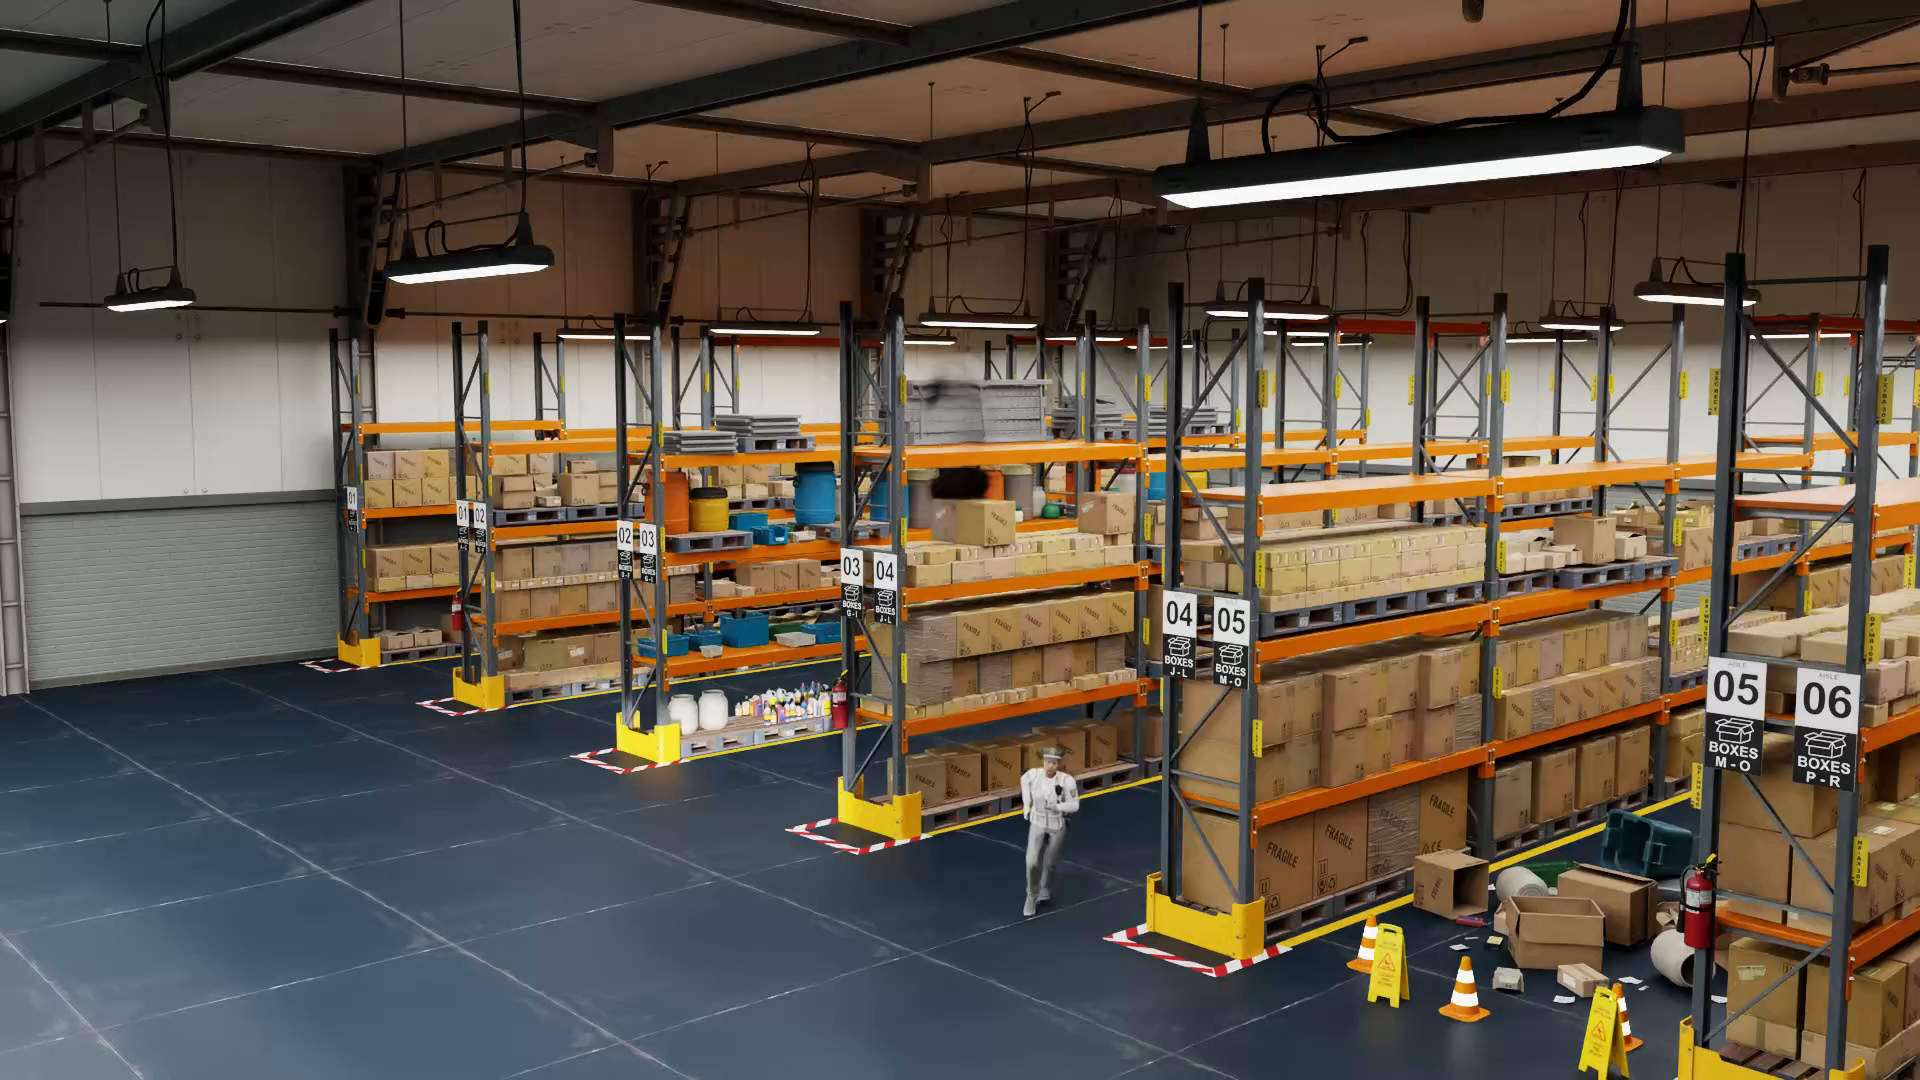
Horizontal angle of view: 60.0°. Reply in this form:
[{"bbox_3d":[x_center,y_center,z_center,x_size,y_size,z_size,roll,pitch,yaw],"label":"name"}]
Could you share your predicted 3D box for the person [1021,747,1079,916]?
[{"bbox_3d":[0.859,2.789,16.001,0.595,1.720,0.773,1,6,9],"label":"person"}]
